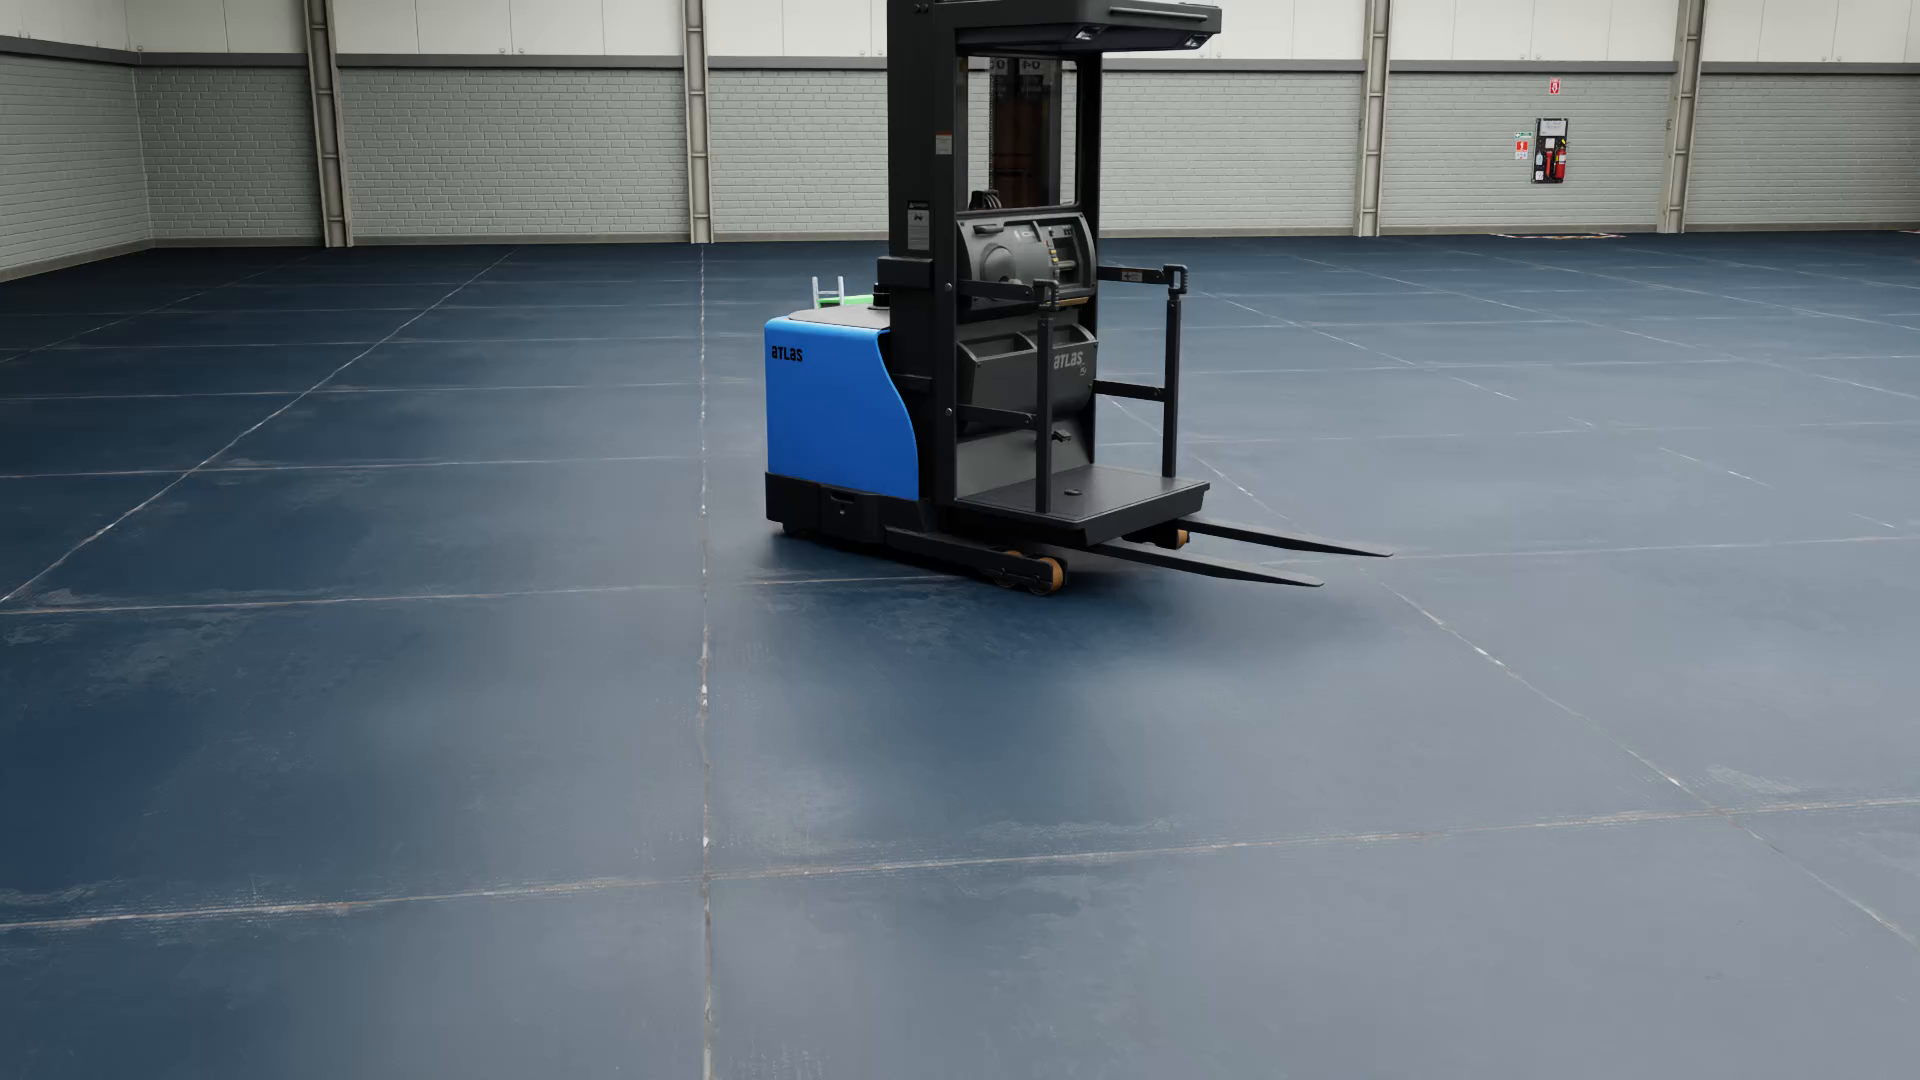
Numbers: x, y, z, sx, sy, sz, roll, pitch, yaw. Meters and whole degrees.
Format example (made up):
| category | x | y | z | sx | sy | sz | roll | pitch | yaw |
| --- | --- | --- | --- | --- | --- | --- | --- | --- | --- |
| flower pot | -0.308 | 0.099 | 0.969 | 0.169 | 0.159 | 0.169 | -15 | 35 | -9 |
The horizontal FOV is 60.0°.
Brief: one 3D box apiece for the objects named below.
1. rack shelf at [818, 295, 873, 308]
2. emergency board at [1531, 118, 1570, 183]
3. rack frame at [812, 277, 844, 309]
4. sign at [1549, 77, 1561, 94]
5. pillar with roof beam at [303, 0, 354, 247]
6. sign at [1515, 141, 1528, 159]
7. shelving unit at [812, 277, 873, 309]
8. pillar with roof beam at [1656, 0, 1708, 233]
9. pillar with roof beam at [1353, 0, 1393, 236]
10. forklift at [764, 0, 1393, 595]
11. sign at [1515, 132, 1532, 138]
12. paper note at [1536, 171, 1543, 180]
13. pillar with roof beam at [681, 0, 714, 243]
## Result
| category | x | y | z | sx | sy | sz | roll | pitch | yaw |
| --- | --- | --- | --- | --- | --- | --- | --- | --- | --- |
| rack shelf | -0.518 | -1.258 | 9.030 | 0.480 | 0.148 | 0.258 | -13 | 15 | -42 |
| emergency board | 10.906 | -7.160 | 30.604 | 0.643 | 1.169 | 0.194 | -2 | 14 | -8 |
| rack frame | -0.676 | -0.810 | 8.948 | 0.015 | 1.200 | 0.240 | -13 | 15 | -42 |
| sign | 10.883 | -8.308 | 30.417 | 0.199 | 0.298 | 0.001 | -2 | 14 | -8 |
| pillar with roof beam | -9.736 | -8.245 | 22.598 | 0.400 | 9.000 | 9.100 | -2 | 14 | -8 |
| sign | 10.344 | -7.182 | 30.619 | 0.234 | 0.329 | 0.001 | -2 | 14 | -8 |
| shelving unit | -0.498 | -0.850 | 9.110 | 0.503 | 1.200 | 0.258 | -13 | 15 | -42 |
| pillar with roof beam | 13.997 | -9.114 | 26.066 | 0.400 | 9.000 | 9.100 | -2 | 14 | -8 |
| pillar with roof beam | 8.063 | -8.897 | 25.199 | 0.400 | 9.000 | 9.100 | -2 | 14 | -8 |
| forklift | 0.476 | -1.324 | 7.476 | 3.031 | 2.935 | 1.130 | 12 | 18 | 39 |
| sign | 10.350 | -7.437 | 30.547 | 0.331 | 0.109 | 0.001 | -2 | 14 | -8 |
| paper note | 10.721 | -6.743 | 30.752 | 0.142 | 0.148 | 0.016 | -2 | 14 | -8 |
| pillar with roof beam | -3.803 | -8.462 | 23.465 | 0.400 | 9.000 | 9.100 | -2 | 14 | -8 |
